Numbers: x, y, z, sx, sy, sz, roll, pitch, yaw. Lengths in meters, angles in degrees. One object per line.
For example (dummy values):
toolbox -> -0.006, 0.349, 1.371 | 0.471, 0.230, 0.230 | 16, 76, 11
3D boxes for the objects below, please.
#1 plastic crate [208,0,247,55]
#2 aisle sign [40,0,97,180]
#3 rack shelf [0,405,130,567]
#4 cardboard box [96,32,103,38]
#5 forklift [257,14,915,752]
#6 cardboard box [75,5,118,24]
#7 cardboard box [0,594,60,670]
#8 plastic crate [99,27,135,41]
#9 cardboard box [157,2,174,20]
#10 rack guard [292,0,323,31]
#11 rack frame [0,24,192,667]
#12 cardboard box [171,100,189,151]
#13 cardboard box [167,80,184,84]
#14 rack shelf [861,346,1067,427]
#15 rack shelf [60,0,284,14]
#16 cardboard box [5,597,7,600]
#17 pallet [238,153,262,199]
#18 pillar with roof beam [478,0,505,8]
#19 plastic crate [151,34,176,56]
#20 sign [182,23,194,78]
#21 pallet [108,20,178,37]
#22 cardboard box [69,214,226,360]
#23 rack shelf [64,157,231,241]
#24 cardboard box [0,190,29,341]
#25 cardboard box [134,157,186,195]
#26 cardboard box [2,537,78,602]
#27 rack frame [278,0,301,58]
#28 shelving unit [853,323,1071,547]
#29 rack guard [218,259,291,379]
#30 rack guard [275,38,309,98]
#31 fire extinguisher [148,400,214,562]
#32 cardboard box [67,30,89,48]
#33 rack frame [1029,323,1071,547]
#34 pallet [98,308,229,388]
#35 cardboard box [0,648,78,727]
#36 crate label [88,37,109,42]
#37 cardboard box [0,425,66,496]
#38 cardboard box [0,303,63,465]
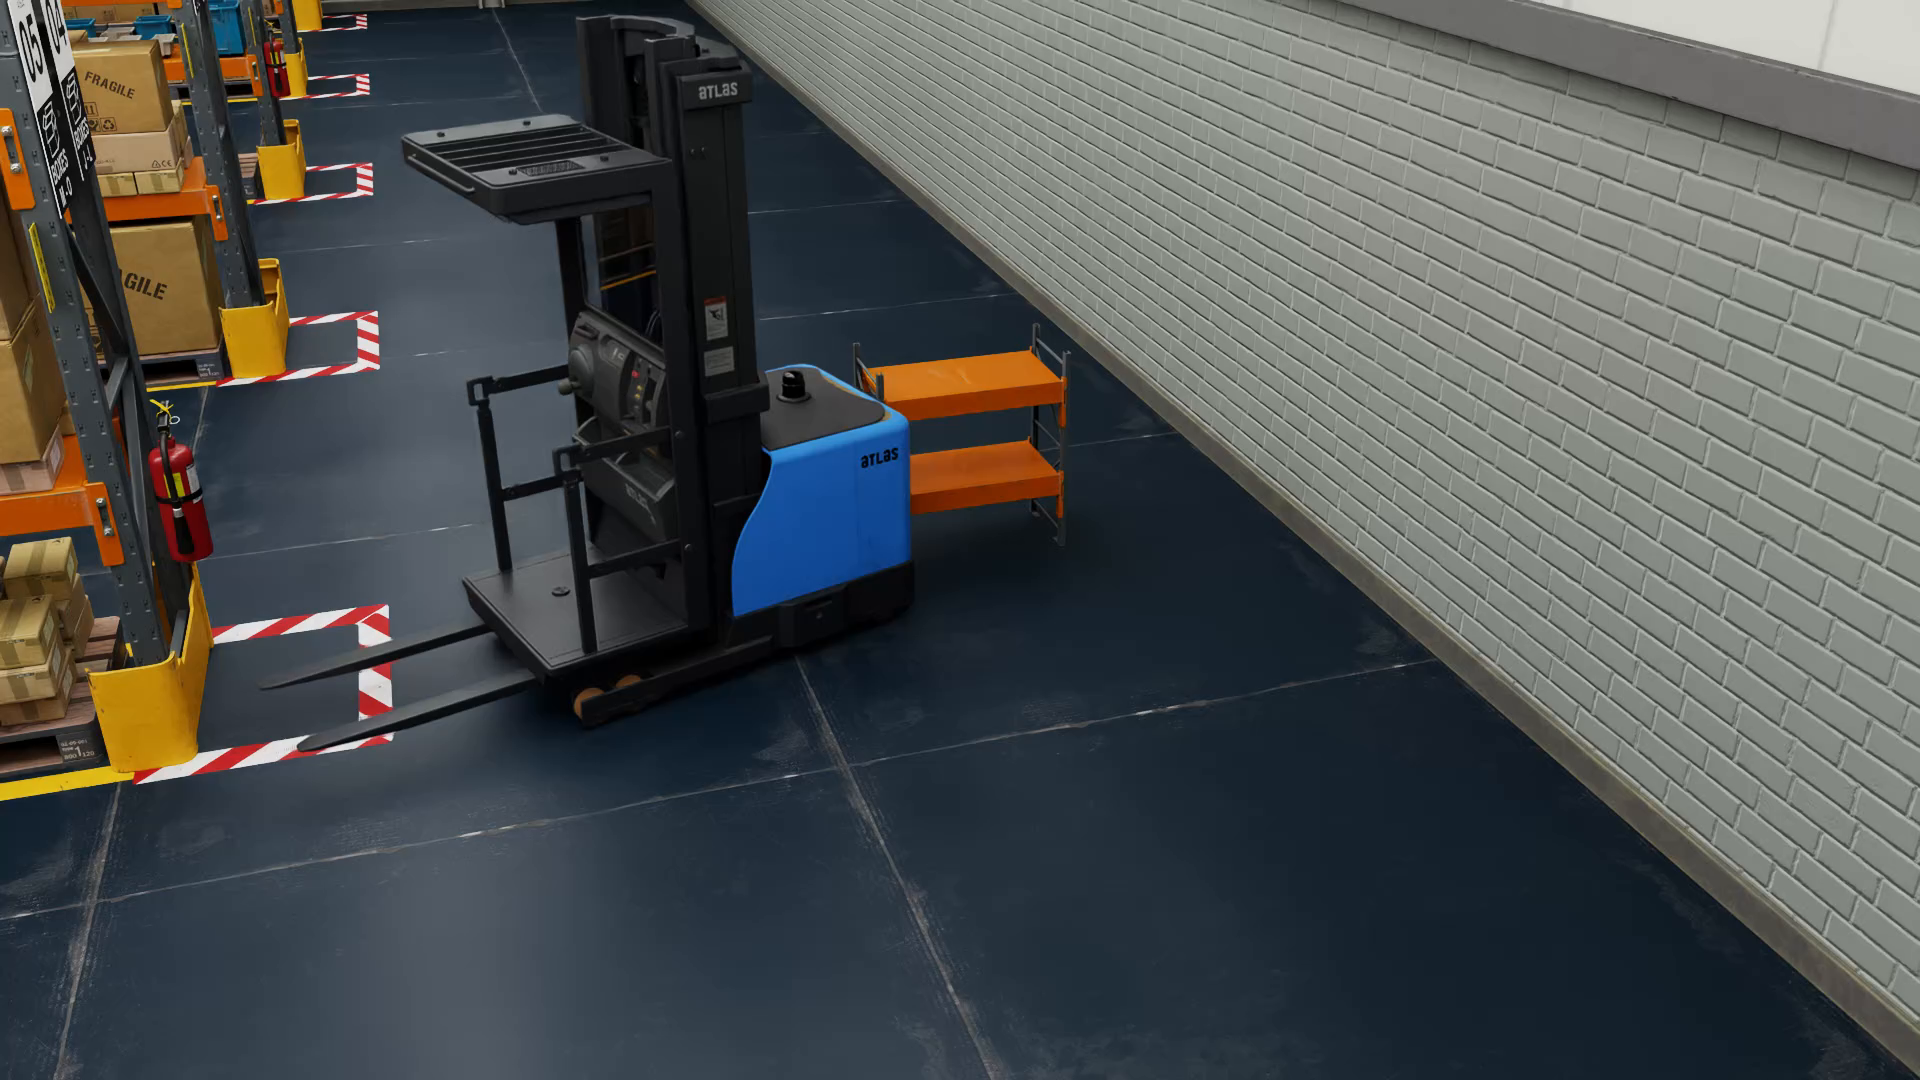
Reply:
plastic crate -> -6.857, -4.728, 15.293 | 0.499, 0.435, 0.616 | -8, 28, -16
aisle sign -> -3.647, -1.906, 6.793 | 0.004, 0.787, 0.394 | -8, 28, -16
rack shelf -> -5.525, -0.007, 6.701 | 4.000, 0.370, 1.077 | -8, 28, -16
cardboard box -> -10.146, -5.694, 19.659 | 0.637, 0.503, 0.797 | -8, 28, -16
forklift -> -1.726, -0.739, 7.442 | 3.031, 2.935, 1.130 | -18, 31, -31
cardboard box -> -12.247, -7.644, 23.613 | 0.500, 0.500, 0.700 | -9, 28, -17
cardboard box -> -4.048, 0.397, 7.141 | 0.250, 0.149, 0.380 | -8, 27, -16
plastic crate -> -7.909, -4.722, 15.616 | 0.298, 0.136, 0.250 | -8, 28, -16
cardboard box -> -11.253, -7.790, 23.908 | 0.500, 0.500, 0.700 | -9, 28, -18
rack guard -> -9.642, -7.883, 24.566 | 0.348, 0.500, 1.175 | -8, 28, -16
rack frame -> -3.623, -0.605, 7.095 | 0.127, 3.000, 1.000 | -8, 28, -16
cardboard box -> -5.603, -2.830, 11.412 | 0.500, 0.250, 0.500 | -9, 28, -17
cardboard box -> -9.481, -5.573, 19.701 | 0.500, 0.250, 0.500 | -8, 28, -16
rack shelf -> 0.006, -0.767, 8.872 | 1.000, 0.278, 0.538 | -8, 28, -16
rack shelf -> -10.029, -6.307, 19.391 | 4.000, 0.370, 1.077 | -8, 28, -16
cardboard box -> -4.479, 0.328, 7.615 | 0.250, 0.149, 0.380 | -8, 28, -16
pallet -> -7.393, -3.464, 15.990 | 1.213, 0.211, 1.003 | -8, 28, -16
pillar with roof beam -> -6.032, -10.603, 20.489 | 0.400, 9.000, 9.100 | -8, 28, -16
plastic crate -> -7.316, -4.530, 15.231 | 0.243, 0.136, 0.396 | -8, 28, -16
sign -> -4.908, -3.109, 10.572 | 0.005, 0.325, 0.100 | -8, 28, -16
pallet -> -11.559, -7.440, 24.000 | 1.213, 0.211, 1.003 | -8, 28, -16
cardboard box -> -5.647, -1.831, 11.481 | 0.875, 0.875, 0.875 | -8, 28, -16
rack shelf -> -6.965, -2.118, 10.953 | 4.000, 0.370, 1.077 | -8, 28, -16
cardboard box -> -3.981, -1.063, 6.446 | 0.500, 0.500, 0.500 | -9, 28, -17
cardboard box -> -5.300, -2.415, 11.024 | 0.250, 0.149, 0.380 | -8, 27, -15
cardboard box -> -4.227, 0.146, 7.648 | 0.250, 0.149, 0.380 | -10, 28, -18
rack frame -> -8.127, -6.905, 19.786 | 0.127, 3.000, 1.000 | -8, 28, -16
shelving unit -> 0.006, -0.505, 9.002 | 1.048, 1.125, 0.538 | -8, 28, -16
rack guard -> -5.040, -1.600, 11.910 | 0.348, 0.500, 1.175 | -8, 28, -16
rack guard -> -8.199, -5.775, 20.320 | 0.348, 0.500, 1.175 | -8, 28, -16
fire extinguisher -> -3.241, -0.243, 6.872 | 0.183, 0.674, 0.296 | -8, 28, -16
cardboard box -> -6.078, -3.097, 11.106 | 0.500, 0.500, 0.500 | -9, 28, -17
rack frame -> 0.490, -0.575, 9.143 | 0.032, 1.125, 0.500 | -8, 28, -16
pallet -> -5.799, -1.324, 11.679 | 1.213, 0.211, 1.003 | -8, 28, -16
cardboard box -> -4.059, 0.644, 7.312 | 0.250, 0.149, 0.380 | -8, 27, -15
crate label -> -7.853, -4.448, 15.065 | 0.243, 0.136, 0.396 | -8, 28, -16
cardboard box -> -3.846, -0.328, 6.820 | 0.250, 0.149, 0.380 | -8, 28, -16
cardboard box -> -3.971, -0.612, 6.663 | 0.500, 0.500, 0.500 | -8, 27, -15
